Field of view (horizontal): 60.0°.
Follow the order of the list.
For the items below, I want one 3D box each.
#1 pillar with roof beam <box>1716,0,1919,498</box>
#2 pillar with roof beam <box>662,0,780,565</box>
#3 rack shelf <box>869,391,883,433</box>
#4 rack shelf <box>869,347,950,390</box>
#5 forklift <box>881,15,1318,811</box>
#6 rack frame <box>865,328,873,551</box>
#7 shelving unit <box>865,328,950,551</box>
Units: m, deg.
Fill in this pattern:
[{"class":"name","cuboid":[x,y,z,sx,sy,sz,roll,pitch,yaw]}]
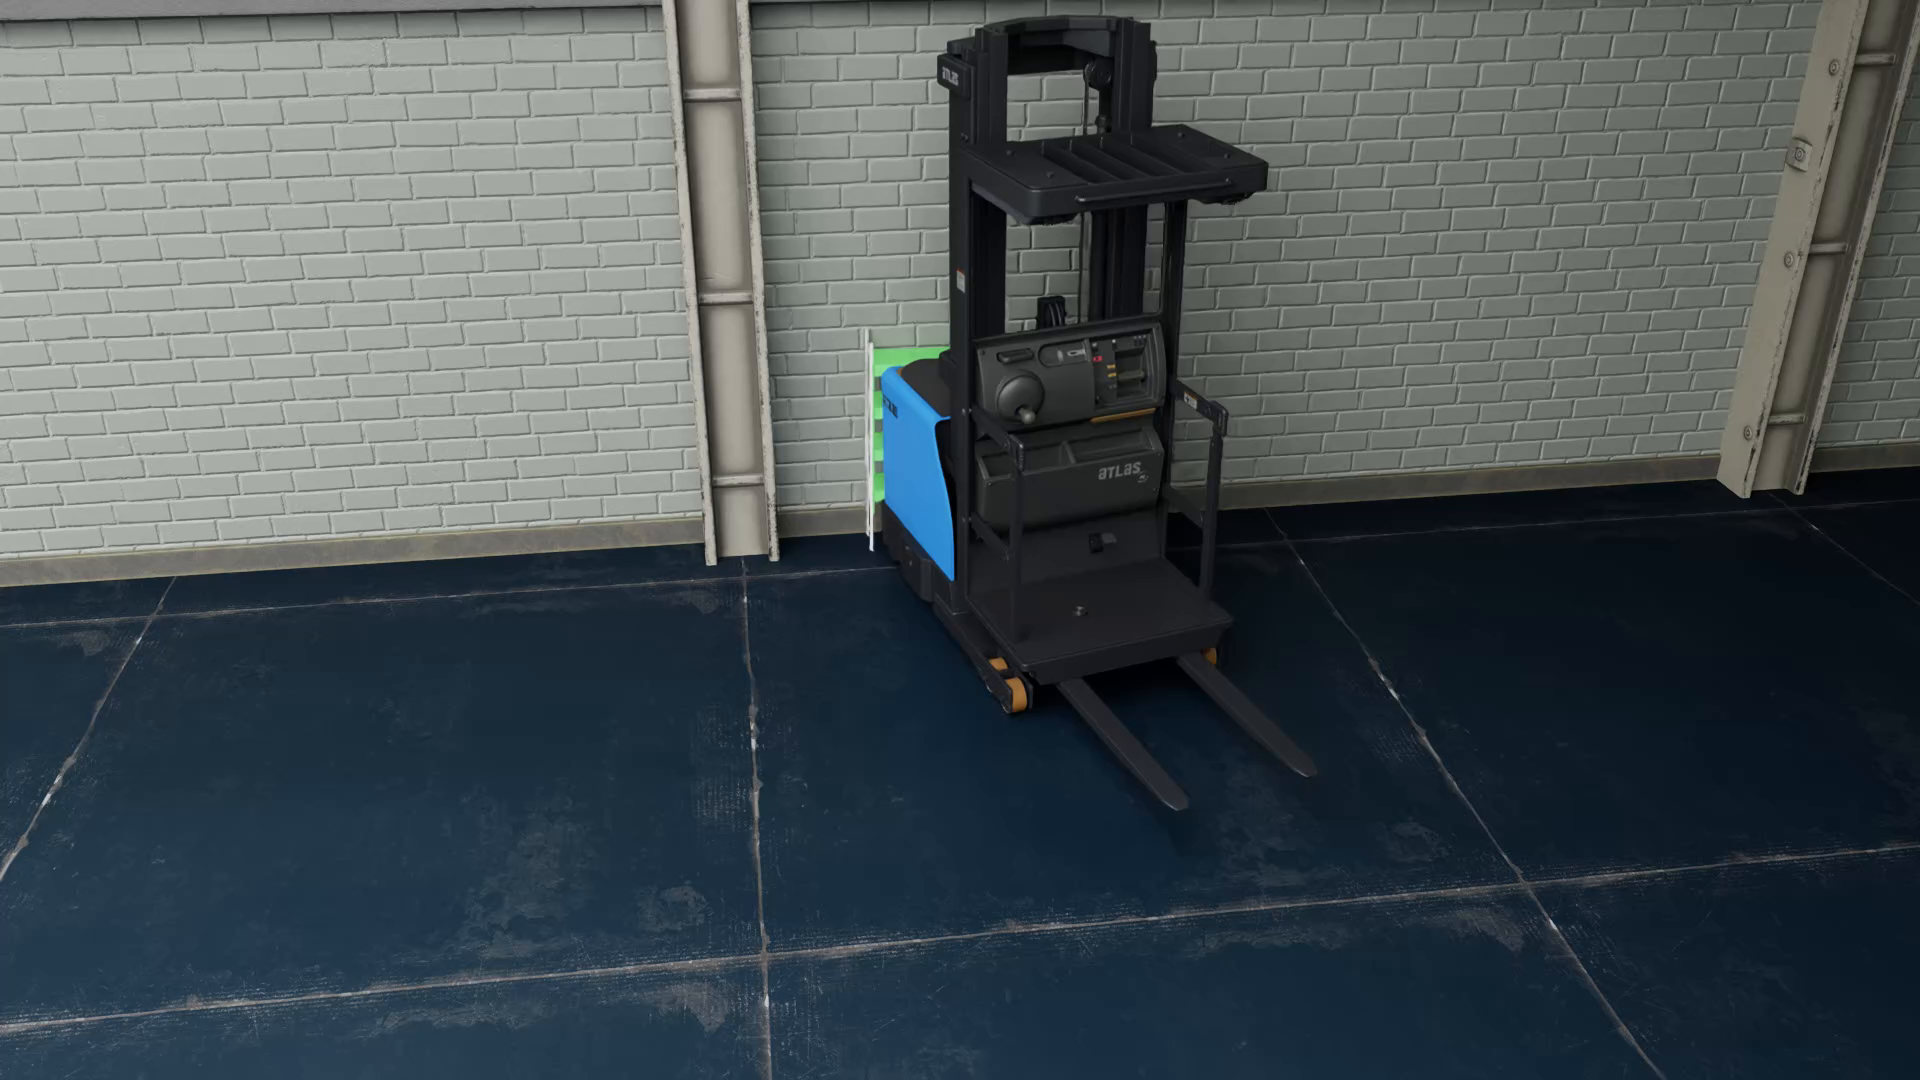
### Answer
[{"class":"pillar with roof beam","cuboid":[5.346,-2.384,4.040,0.400,9.000,9.100,-4,27,-7]},{"class":"pillar with roof beam","cuboid":[-0.595,-2.003,3.296,0.400,9.000,9.100,-4,27,-7]},{"class":"rack shelf","cuboid":[-0.243,-0.700,8.915,0.480,0.148,0.258,-3,27,-8]},{"class":"rack shelf","cuboid":[-0.238,-0.915,8.808,0.480,0.148,0.258,-3,27,-8]},{"class":"forklift","cuboid":[0.602,-0.721,7.445,1.130,2.935,3.031,-11,29,-20]},{"class":"rack frame","cuboid":[-0.489,-0.530,8.958,0.015,1.200,0.240,-3,27,-8]},{"class":"shelving unit","cuboid":[-0.247,-0.542,8.993,0.503,1.200,0.258,-3,27,-8]}]
